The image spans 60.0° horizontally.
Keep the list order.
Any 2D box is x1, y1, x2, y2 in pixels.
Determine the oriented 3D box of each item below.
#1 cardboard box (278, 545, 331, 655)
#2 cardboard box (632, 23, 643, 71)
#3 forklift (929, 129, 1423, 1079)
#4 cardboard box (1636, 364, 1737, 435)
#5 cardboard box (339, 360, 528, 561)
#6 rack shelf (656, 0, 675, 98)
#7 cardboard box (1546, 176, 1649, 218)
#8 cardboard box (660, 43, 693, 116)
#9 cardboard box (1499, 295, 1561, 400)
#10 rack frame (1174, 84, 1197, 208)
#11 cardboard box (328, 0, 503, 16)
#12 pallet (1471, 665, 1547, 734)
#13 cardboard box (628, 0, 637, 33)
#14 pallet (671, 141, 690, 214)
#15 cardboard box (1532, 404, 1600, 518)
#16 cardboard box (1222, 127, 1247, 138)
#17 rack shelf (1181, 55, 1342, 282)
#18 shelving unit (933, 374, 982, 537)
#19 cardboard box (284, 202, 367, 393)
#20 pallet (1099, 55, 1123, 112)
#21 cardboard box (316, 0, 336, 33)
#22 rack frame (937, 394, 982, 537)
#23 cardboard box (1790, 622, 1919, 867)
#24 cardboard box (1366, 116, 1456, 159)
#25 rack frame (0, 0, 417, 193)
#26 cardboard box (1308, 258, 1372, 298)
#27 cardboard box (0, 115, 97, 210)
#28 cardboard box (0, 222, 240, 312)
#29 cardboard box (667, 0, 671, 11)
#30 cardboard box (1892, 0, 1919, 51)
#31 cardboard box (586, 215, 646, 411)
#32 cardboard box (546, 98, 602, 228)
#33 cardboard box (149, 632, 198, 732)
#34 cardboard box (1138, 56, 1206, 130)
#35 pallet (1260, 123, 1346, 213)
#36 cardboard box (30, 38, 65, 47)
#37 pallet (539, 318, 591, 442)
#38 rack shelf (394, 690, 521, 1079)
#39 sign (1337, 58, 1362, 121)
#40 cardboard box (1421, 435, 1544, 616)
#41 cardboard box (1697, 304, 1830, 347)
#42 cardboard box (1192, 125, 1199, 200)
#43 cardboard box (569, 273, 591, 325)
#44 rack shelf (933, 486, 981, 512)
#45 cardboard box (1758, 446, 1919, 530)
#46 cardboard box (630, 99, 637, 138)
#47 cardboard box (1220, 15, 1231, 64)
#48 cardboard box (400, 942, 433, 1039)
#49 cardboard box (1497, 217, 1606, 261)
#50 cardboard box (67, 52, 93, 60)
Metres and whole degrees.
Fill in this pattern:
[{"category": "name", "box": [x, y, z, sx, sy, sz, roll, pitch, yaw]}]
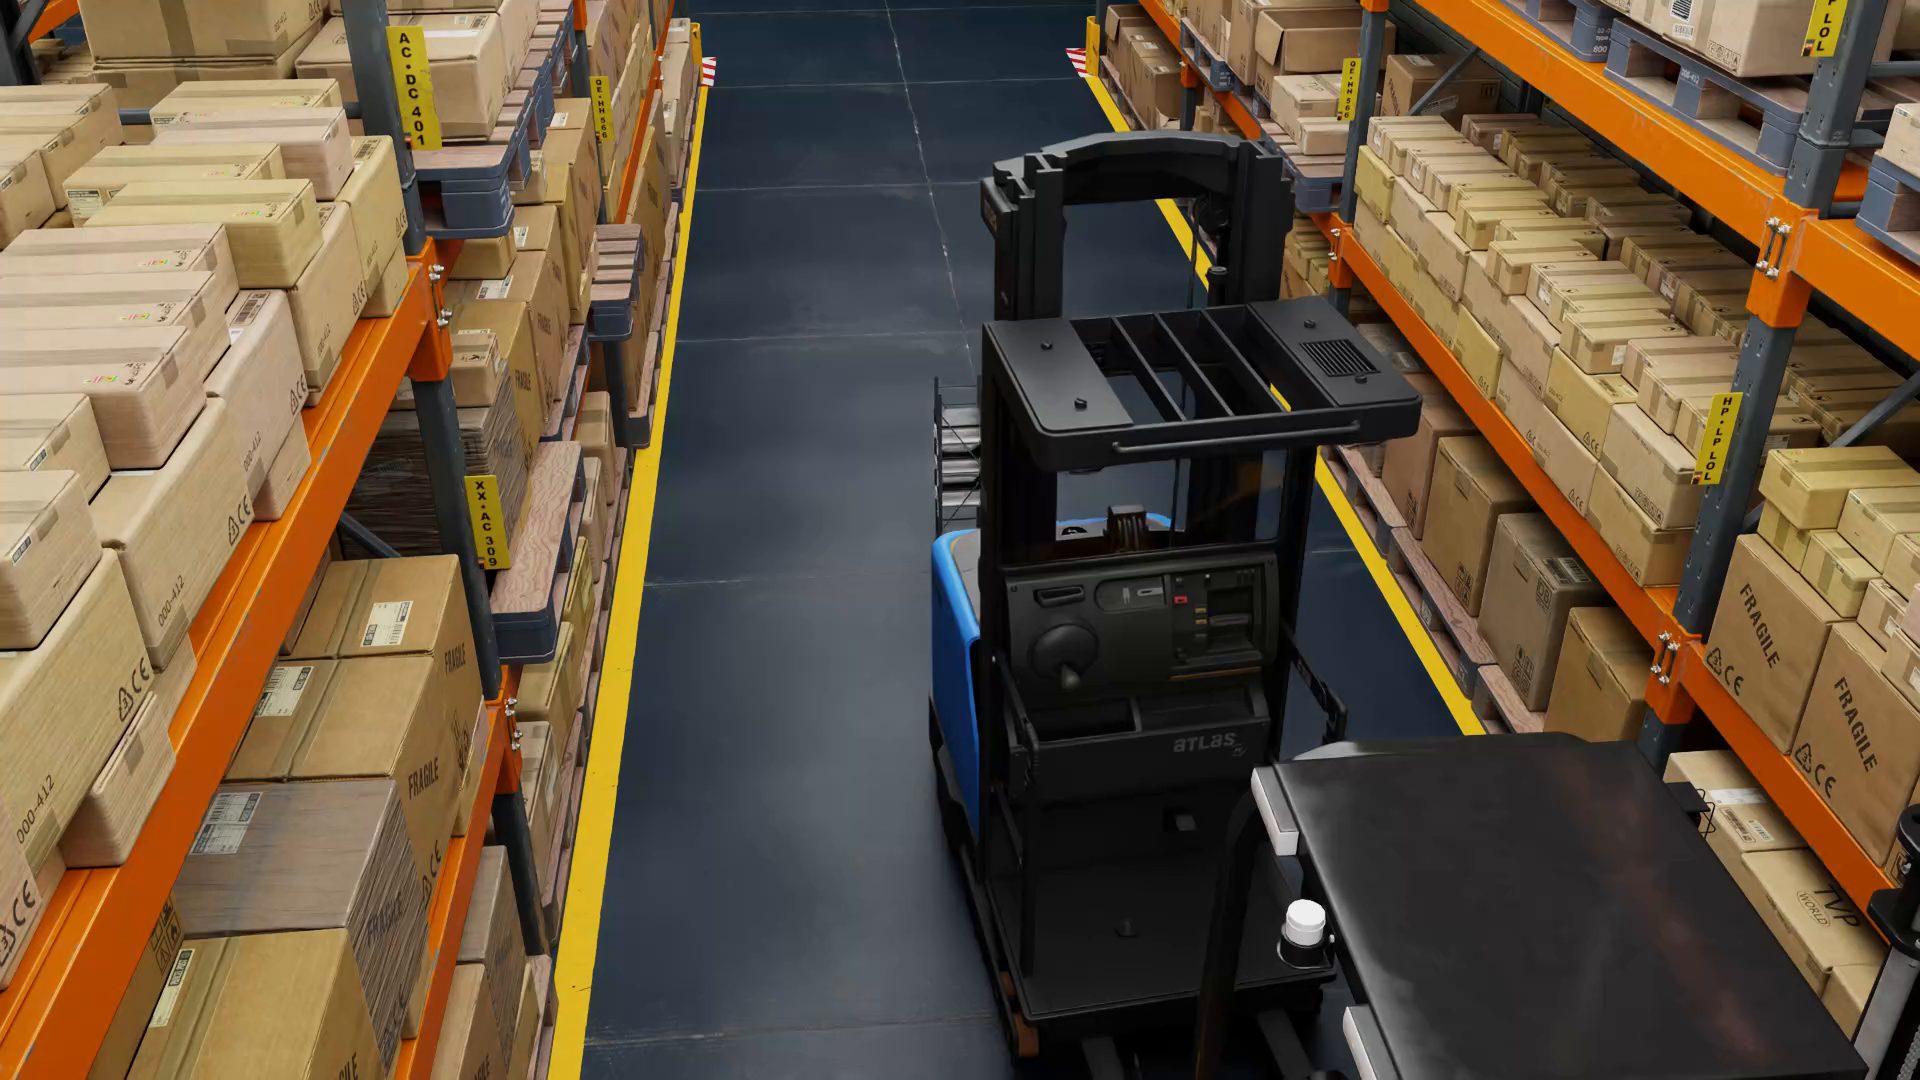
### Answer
[{"category": "cardboard box", "box": [-2.157, -0.015, 4.487, 0.700, 0.500, 0.500, -3, 31, -5]}, {"category": "cardboard box", "box": [-2.338, -3.152, 10.760, 0.500, 0.250, 0.500, -2, 31, -3]}, {"category": "forklift", "box": [0.656, 0.324, 5.349, 1.130, 2.935, 3.031, -6, 31, -10]}, {"category": "cardboard box", "box": [2.664, -0.506, 5.941, 0.380, 0.149, 0.250, -3, 31, -5]}, {"category": "cardboard box", "box": [-1.740, -0.254, 5.453, 0.500, 0.500, 0.500, -2, 31, -3]}, {"category": "rack shelf", "box": [-2.916, -4.446, 13.970, 1.077, 0.370, 4.000, -3, 31, -5]}, {"category": "cardboard box", "box": [2.956, -1.574, 7.730, 0.380, 0.149, 0.250, -3, 31, -5]}, {"category": "cardboard box", "box": [-2.848, -4.058, 14.707, 0.875, 0.438, 0.875, -2, 31, -3]}, {"category": "cardboard box", "box": [2.562, -0.802, 6.826, 0.500, 0.250, 0.500, -2, 31, -4]}, {"category": "rack frame", "box": [2.212, -3.974, 12.478, 1.000, 3.000, 0.127, -3, 31, -5]}, {"category": "cardboard box", "box": [-1.694, -1.840, 5.229, 0.500, 0.250, 0.500, -3, 31, -6]}, {"category": "pallet", "box": [2.852, 0.933, 6.981, 1.003, 0.211, 1.213, -3, 31, -5]}, {"category": "cardboard box", "box": [-2.354, -3.467, 10.556, 0.500, 0.500, 0.500, -2, 31, -3]}, {"category": "pallet", "box": [-2.723, -2.929, 13.448, 1.003, 0.211, 1.213, -3, 31, -5]}, {"category": "cardboard box", "box": [2.599, -0.326, 6.517, 0.500, 0.250, 0.500, -3, 31, -5]}, {"category": "cardboard box", "box": [2.119, -2.895, 12.068, 0.380, 0.149, 0.250, -4, 31, -7]}, {"category": "rack shelf", "box": [2.399, -2.644, 10.953, 1.077, 0.370, 4.000, -3, 31, -5]}, {"category": "shelving unit", "box": [-0.001, -0.390, 8.526, 0.258, 0.900, 0.210, -3, 31, -5]}, {"category": "cardboard box", "box": [-1.625, -0.530, 3.644, 0.500, 0.250, 0.500, -3, 31, -5]}, {"category": "pallet", "box": [1.921, -4.373, 15.866, 1.003, 0.211, 1.213, -3, 31, -5]}, {"category": "cardboard box", "box": [-2.223, -1.603, 5.321, 0.500, 0.250, 0.500, -2, 31, -4]}, {"category": "rack frame", "box": [0.009, -0.339, 8.439, 0.240, 0.900, 0.006, -3, 31, -5]}, {"category": "cardboard box", "box": [2.806, 0.572, 4.770, 0.500, 0.500, 0.500, -2, 31, -4]}, {"category": "cardboard box", "box": [2.322, -2.076, 8.571, 0.380, 0.149, 0.250, -2, 31, -3]}, {"category": "rack frame", "box": [-1.982, -2.225, 3.700, 1.000, 3.000, 0.127, -3, 31, -5]}, {"category": "cardboard box", "box": [2.287, -1.557, 9.828, 0.380, 0.149, 0.250, -4, 31, -7]}, {"category": "cardboard box", "box": [-2.224, -0.864, 3.814, 0.380, 0.149, 0.250, -2, 31, -3]}, {"category": "cardboard box", "box": [-1.622, -0.489, 3.187, 0.380, 0.149, 0.250, -3, 31, -6]}, {"category": "cardboard box", "box": [-2.596, -4.541, 13.329, 0.500, 0.500, 0.500, -3, 31, -4]}, {"category": "cardboard box", "box": [3.076, -1.735, 5.543, 0.380, 0.149, 0.250, -3, 31, -5]}, {"category": "cardboard box", "box": [-2.338, -1.317, 9.692, 0.875, 0.875, 0.875, -3, 31, -5]}, {"category": "cardboard box", "box": [-2.037, -1.824, 8.082, 0.500, 0.500, 0.500, -4, 31, -6]}, {"category": "cardboard box", "box": [-1.506, 0.236, 2.750, 0.380, 0.149, 0.250, -4, 31, -6]}, {"category": "cardboard box", "box": [1.939, -3.838, 14.279, 0.700, 0.500, 0.500, -4, 31, -6]}, {"category": "pallet", "box": [2.453, -2.192, 9.682, 1.213, 0.211, 1.003, -3, 31, -5]}, {"category": "cardboard box", "box": [-8.312, -4.416, 15.008, 0.380, 0.149, 0.250, -4, 31, -7]}, {"category": "pallet", "box": [-2.130, -0.601, 7.018, 1.003, 0.211, 1.213, -3, 31, -5]}, {"category": "rack shelf", "box": [-1.795, 1.680, 3.713, 1.077, 0.370, 4.000, -3, 31, -5]}, {"category": "sign", "box": [2.046, -2.364, 8.731, 0.100, 0.325, 0.005, -3, 31, -5]}, {"category": "cardboard box", "box": [2.762, -0.096, 7.892, 0.875, 0.625, 0.625, -4, 31, -7]}, {"category": "cardboard box", "box": [3.100, -0.797, 6.429, 0.380, 0.149, 0.250, -3, 31, -5]}, {"category": "cardboard box", "box": [2.033, -2.823, 12.580, 0.500, 0.500, 0.500, -1, 31, -2]}, {"category": "cardboard box", "box": [-1.870, -1.080, 7.468, 0.380, 0.149, 0.250, -2, 31, -4]}, {"category": "rack shelf", "box": [-0.001, -0.207, 8.636, 0.258, 0.077, 0.200, -3, 31, -5]}, {"category": "cardboard box", "box": [2.694, -0.162, 5.075, 0.380, 0.149, 0.250, -2, 31, -4]}, {"category": "cardboard box", "box": [-2.309, -2.671, 10.442, 0.500, 0.250, 0.500, -3, 31, -5]}, {"category": "cardboard box", "box": [1.960, -3.369, 11.186, 0.396, 0.266, 0.258, -1, 31, -2]}, {"category": "cardboard box", "box": [-1.550, 1.126, 4.184, 0.380, 0.149, 0.250, -3, 31, -5]}, {"category": "cardboard box", "box": [2.574, -1.290, 7.254, 0.380, 0.149, 0.250, -3, 31, -5]}, {"category": "cardboard box", "box": [-7.603, -4.184, 14.620, 0.380, 0.149, 0.250, -3, 31, -6]}]
